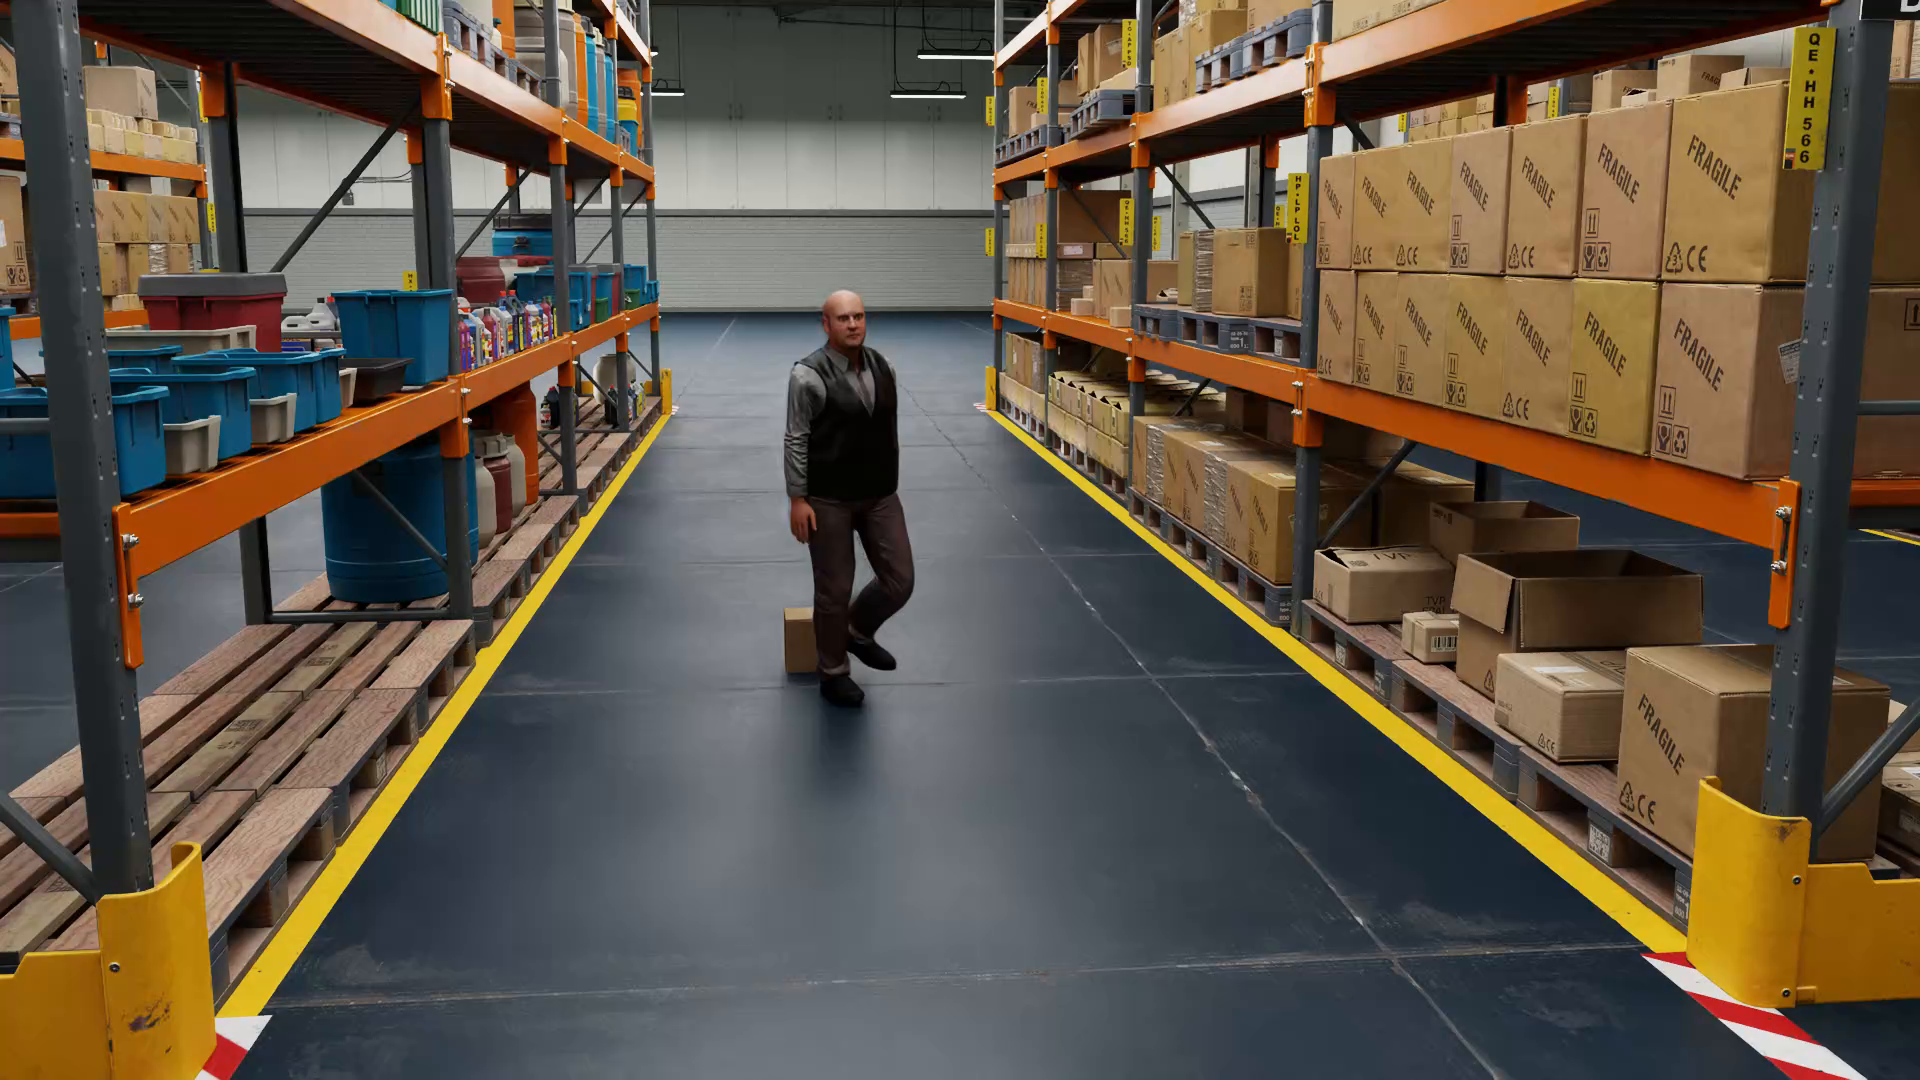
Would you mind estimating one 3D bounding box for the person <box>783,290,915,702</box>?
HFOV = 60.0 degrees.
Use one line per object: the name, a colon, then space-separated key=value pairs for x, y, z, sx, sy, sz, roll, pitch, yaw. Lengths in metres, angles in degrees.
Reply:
person: x=-0.488 y=-0.175 z=6.920 sx=0.578 sy=1.713 sz=0.477 roll=-7 pitch=12 yaw=-34
